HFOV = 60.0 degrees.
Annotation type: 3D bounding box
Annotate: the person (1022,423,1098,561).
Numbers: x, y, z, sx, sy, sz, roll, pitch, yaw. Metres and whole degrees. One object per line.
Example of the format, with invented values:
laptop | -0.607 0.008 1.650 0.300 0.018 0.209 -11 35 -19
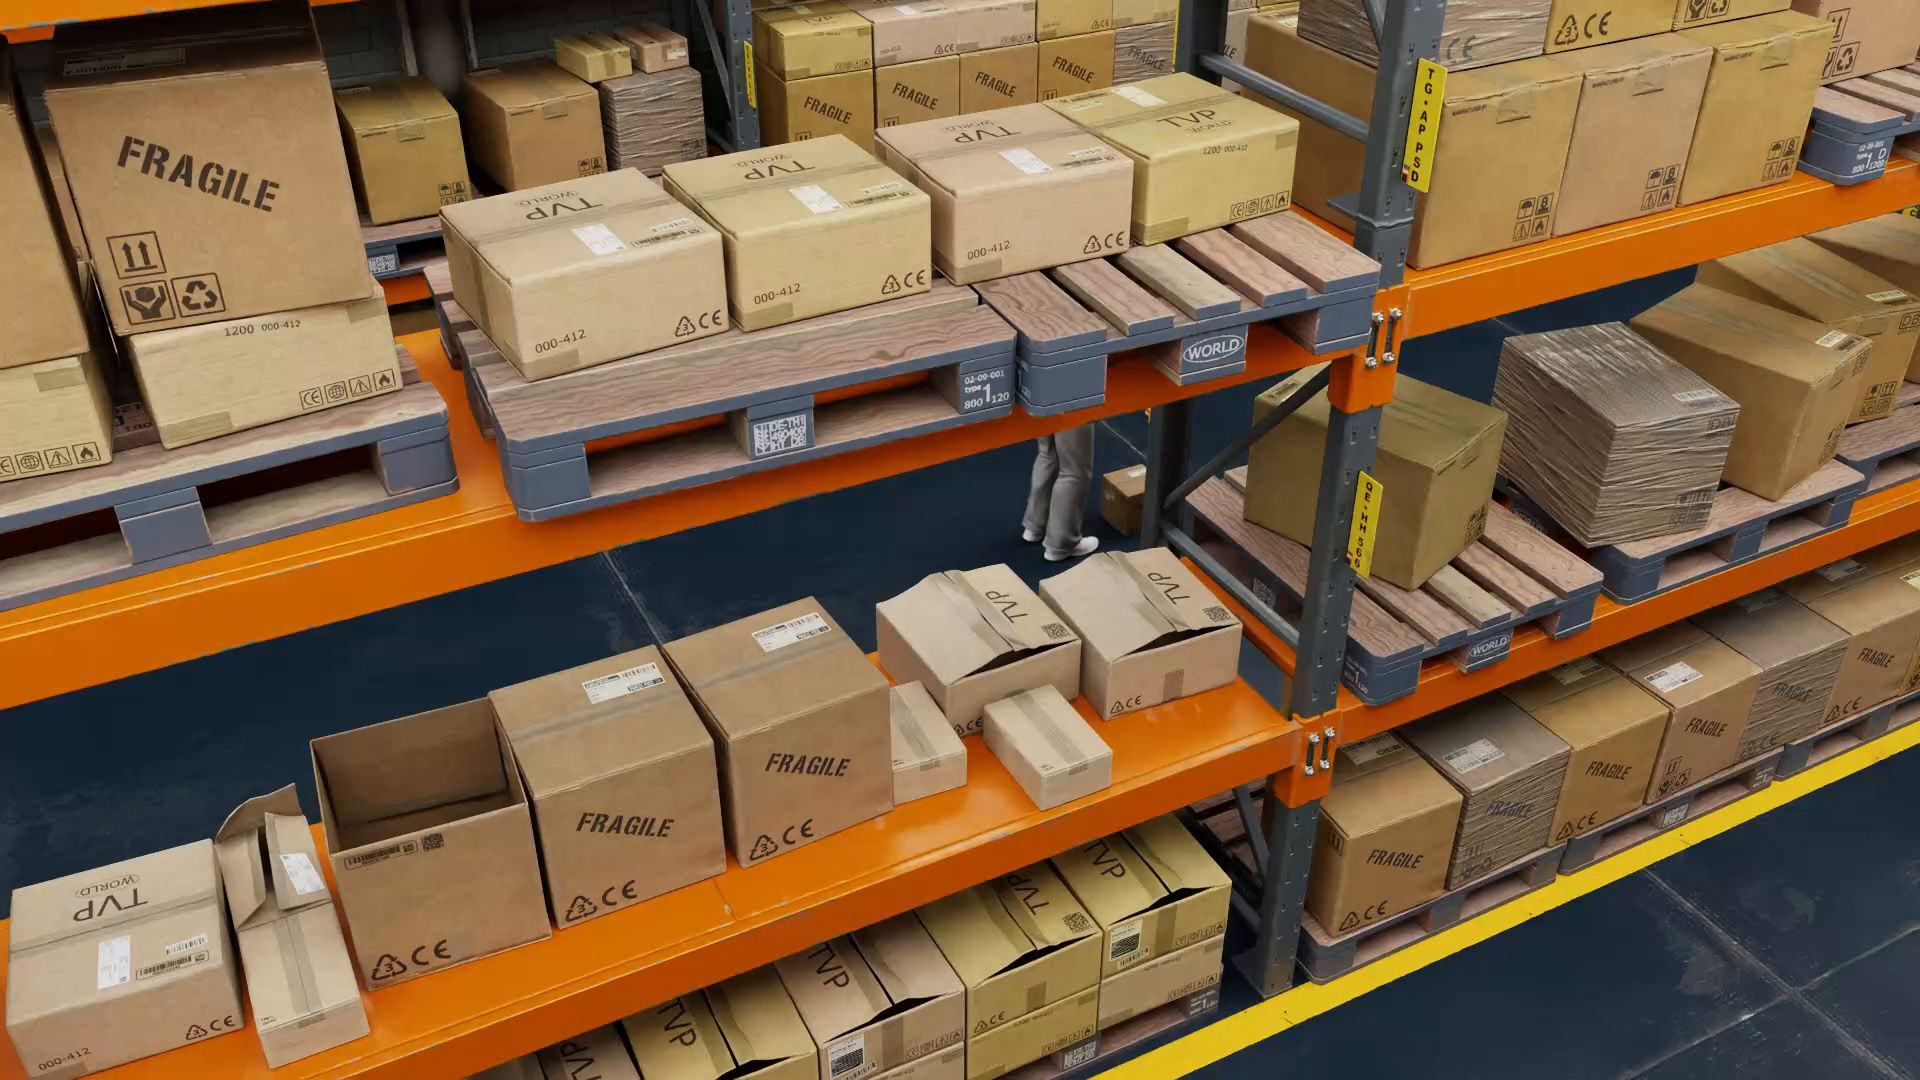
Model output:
person | 0.492 -0.683 8.200 0.363 1.681 0.439 -15 36 -22
